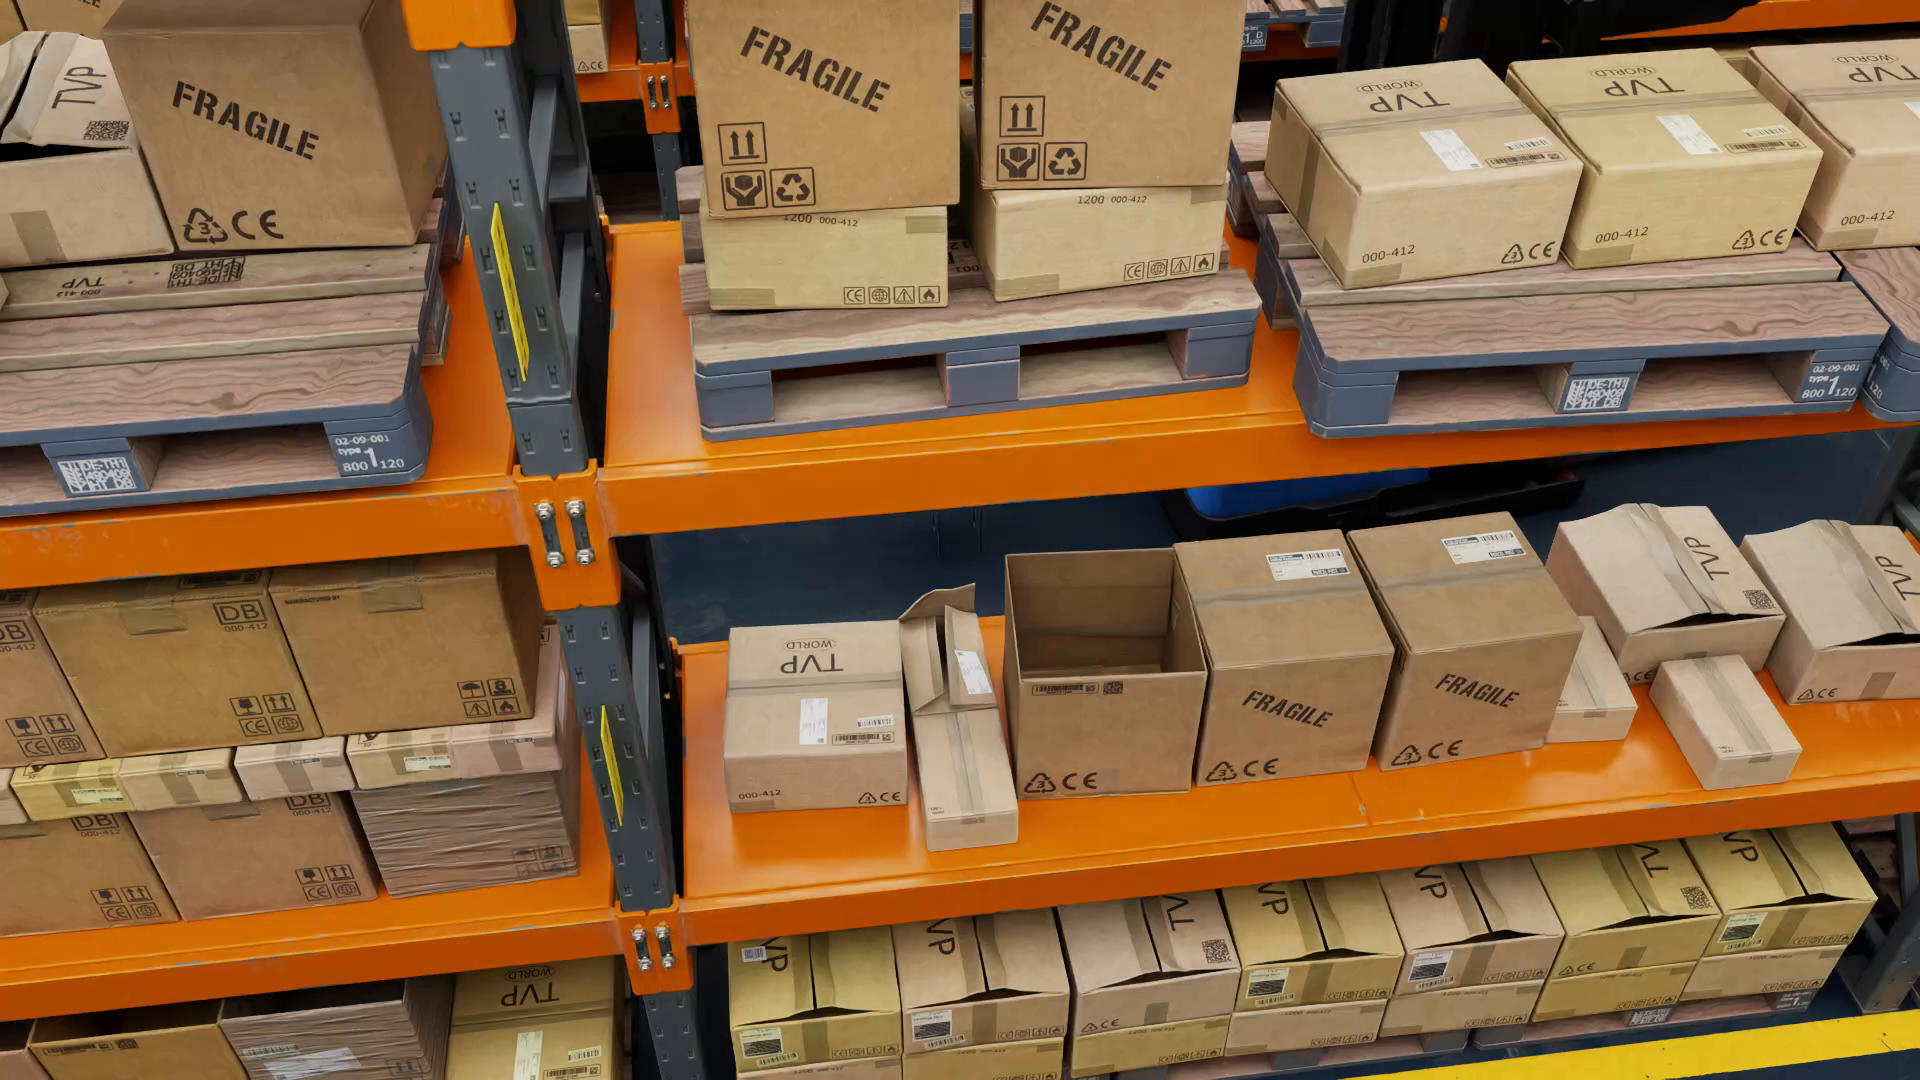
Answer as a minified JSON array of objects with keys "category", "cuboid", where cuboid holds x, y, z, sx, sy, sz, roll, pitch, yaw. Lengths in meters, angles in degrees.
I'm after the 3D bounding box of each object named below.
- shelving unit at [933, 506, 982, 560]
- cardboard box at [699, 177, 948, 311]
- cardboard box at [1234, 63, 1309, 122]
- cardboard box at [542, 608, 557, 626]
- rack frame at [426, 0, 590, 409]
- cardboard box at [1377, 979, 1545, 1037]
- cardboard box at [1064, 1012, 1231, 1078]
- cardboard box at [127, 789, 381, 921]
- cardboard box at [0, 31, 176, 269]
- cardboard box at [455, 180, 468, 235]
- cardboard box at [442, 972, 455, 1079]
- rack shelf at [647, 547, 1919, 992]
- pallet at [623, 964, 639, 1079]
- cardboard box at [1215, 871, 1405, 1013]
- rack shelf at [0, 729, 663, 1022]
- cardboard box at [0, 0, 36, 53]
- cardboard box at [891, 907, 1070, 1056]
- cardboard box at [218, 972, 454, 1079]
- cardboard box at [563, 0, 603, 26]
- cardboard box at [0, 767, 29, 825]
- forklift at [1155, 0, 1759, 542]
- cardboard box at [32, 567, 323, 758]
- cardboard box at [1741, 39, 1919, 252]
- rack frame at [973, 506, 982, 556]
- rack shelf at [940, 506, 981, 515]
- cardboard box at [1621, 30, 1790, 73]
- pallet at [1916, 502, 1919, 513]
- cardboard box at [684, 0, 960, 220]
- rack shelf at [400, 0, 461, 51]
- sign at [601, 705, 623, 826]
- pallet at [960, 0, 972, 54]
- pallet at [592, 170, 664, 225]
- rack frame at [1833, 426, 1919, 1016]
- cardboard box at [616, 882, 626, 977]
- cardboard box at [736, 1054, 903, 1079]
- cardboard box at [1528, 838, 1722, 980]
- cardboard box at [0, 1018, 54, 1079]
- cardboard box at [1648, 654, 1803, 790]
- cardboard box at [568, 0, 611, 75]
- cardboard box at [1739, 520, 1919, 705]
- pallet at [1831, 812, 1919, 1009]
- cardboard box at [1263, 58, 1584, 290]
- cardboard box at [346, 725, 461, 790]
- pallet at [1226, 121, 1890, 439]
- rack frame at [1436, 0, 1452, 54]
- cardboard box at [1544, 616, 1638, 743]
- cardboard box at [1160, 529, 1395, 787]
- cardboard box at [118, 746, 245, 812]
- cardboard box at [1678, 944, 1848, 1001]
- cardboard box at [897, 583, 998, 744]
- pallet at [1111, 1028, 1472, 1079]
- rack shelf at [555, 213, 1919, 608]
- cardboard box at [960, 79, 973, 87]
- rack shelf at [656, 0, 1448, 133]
[{"category":"shelving unit","cuboid":[-0.014,-0.444,7.062,0.189,1.200,0.258,-5,42,-6]},{"category":"cardboard box","cuboid":[-0.282,-0.744,3.609,0.500,0.250,0.500,-1,42,-1]},{"category":"cardboard box","cuboid":[1.719,-2.257,9.266,0.500,0.500,0.700,-4,42,-5]},{"category":"cardboard box","cuboid":[-1.186,0.134,4.518,0.250,0.149,0.380,-5,42,-6]},{"category":"rack frame","cuboid":[-0.894,-1.710,2.642,0.127,3.000,1.000,-5,42,-6]},{"category":"cardboard box","cuboid":[1.572,1.332,5.488,0.500,0.250,0.500,-4,42,-5]},{"category":"cardboard box","cuboid":[0.558,1.422,5.389,0.500,0.250,0.500,-6,42,-7]},{"category":"cardboard box","cuboid":[-1.855,0.573,4.515,0.500,0.500,0.700,-5,42,-6]},{"category":"cardboard box","cuboid":[-1.963,-0.856,3.583,0.500,0.311,0.500,-7,43,-8]},{"category":"cardboard box","cuboid":[-2.564,-1.890,8.859,0.500,0.500,0.500,-8,43,-9]},{"category":"cardboard box","cuboid":[-1.823,1.605,5.186,0.500,0.250,0.500,-5,42,-6]},{"category":"rack shelf","cuboid":[1.089,0.611,5.085,4.000,0.370,1.077,-5,42,-6]},{"category":"pallet","cuboid":[-1.688,1.594,5.540,1.213,0.211,1.003,-5,42,-6]},{"category":"cardboard box","cuboid":[1.072,1.170,5.250,0.500,0.311,0.500,-4,42,-4]},{"category":"rack shelf","cuboid":[-2.877,0.958,4.700,4.000,0.370,1.077,-5,42,-6]},{"category":"cardboard box","cuboid":[-4.503,-2.533,7.571,0.500,0.500,0.500,-5,42,-5]},{"category":"cardboard box","cuboid":[0.045,1.264,5.145,0.500,0.311,0.500,-5,42,-6]},{"category":"cardboard box","cuboid":[-1.823,1.325,4.936,0.500,0.500,0.500,-5,42,-6]},{"category":"cardboard box","cuboid":[-1.969,-2.756,7.818,0.500,0.500,0.500,-5,42,-6]},{"category":"cardboard box","cuboid":[-2.395,0.515,4.096,0.250,0.149,0.380,-4,42,-4]},{"category":"forklift","cuboid":[2.346,-1.539,6.983,3.031,2.935,1.130,-11,43,-12]},{"category":"cardboard box","cuboid":[-1.834,0.086,4.087,0.500,0.500,0.700,-5,42,-6]},{"category":"cardboard box","cuboid":[2.112,-0.910,3.793,0.500,0.250,0.500,-4,42,-4]},{"category":"rack frame","cuboid":[0.076,-0.452,7.071,0.006,1.200,0.240,-5,42,-6]},{"category":"rack shelf","cuboid":[-0.014,-0.233,7.252,0.180,0.103,0.258,-5,42,-6]},{"category":"cardboard box","cuboid":[4.042,-2.526,9.317,0.750,0.750,0.750,-5,42,-6]},{"category":"pallet","cuboid":[3.735,0.136,5.218,1.003,0.211,1.213,-5,42,-6]},{"category":"cardboard box","cuboid":[-0.277,-1.002,3.336,0.500,0.500,0.500,-5,42,-5]},{"category":"rack shelf","cuboid":[-2.877,-1.121,2.825,4.000,0.370,1.077,-5,42,-6]},{"category":"sign","cuboid":[-0.821,0.535,3.927,0.005,0.325,0.100,-5,42,-6]},{"category":"pallet","cuboid":[0.469,-2.849,8.527,1.213,0.211,1.003,-5,42,-6]},{"category":"pallet","cuboid":[-2.201,-1.655,9.142,1.213,0.211,1.003,-5,42,-6]},{"category":"rack frame","cuboid":[3.072,0.170,5.037,0.127,3.000,1.000,-5,42,-6]},{"category":"cardboard box","cuboid":[-1.393,1.222,5.611,0.500,0.250,0.500,-5,42,-6]},{"category":"cardboard box","cuboid":[-0.462,1.512,5.288,0.500,0.250,0.500,-6,42,-7]},{"category":"cardboard box","cuboid":[2.070,1.086,5.343,0.500,0.311,0.500,-6,42,-6]},{"category":"cardboard box","cuboid":[-2.812,1.424,4.826,0.500,0.500,0.500,-5,42,-6]},{"category":"cardboard box","cuboid":[2.216,0.525,4.831,0.250,0.149,0.380,-5,42,-6]},{"category":"cardboard box","cuboid":[-1.970,-2.481,8.074,0.500,0.250,0.500,-5,42,-5]},{"category":"cardboard box","cuboid":[2.706,0.206,5.064,0.500,0.311,0.500,-3,42,-3]},{"category":"pallet","cuboid":[3.817,1.166,6.015,1.213,0.211,1.003,-5,42,-6]},{"category":"cardboard box","cuboid":[1.010,-0.822,3.696,0.500,0.250,0.500,-8,43,-9]},{"category":"cardboard box","cuboid":[-1.381,0.426,4.195,0.250,0.149,0.380,-6,42,-6]},{"category":"pallet","cuboid":[1.302,-0.656,3.854,1.213,0.211,1.003,-3,42,-4]},{"category":"rack frame","cuboid":[2.426,-3.119,8.684,0.127,3.000,1.000,-5,42,-6]},{"category":"cardboard box","cuboid":[1.815,0.412,4.957,0.250,0.149,0.380,-2,42,-2]},{"category":"cardboard box","cuboid":[0.889,0.335,4.779,0.500,0.500,0.500,-5,42,-5]},{"category":"cardboard box","cuboid":[-1.901,0.474,4.142,0.250,0.149,0.380,-5,42,-6]},{"category":"cardboard box","cuboid":[2.582,1.243,5.587,0.500,0.250,0.500,-4,42,-5]},{"category":"cardboard box","cuboid":[-0.046,0.369,4.917,0.258,0.266,0.396,-6,42,-7]},{"category":"pallet","cuboid":[1.044,1.355,5.805,1.213,0.211,1.003,-5,42,-6]},{"category":"rack shelf","cuboid":[1.089,-0.503,4.081,4.000,0.370,1.077,-5,42,-6]},{"category":"cardboard box","cuboid":[0.139,-2.449,8.918,0.500,0.250,0.500,-6,42,-7]},{"category":"rack shelf","cuboid":[0.443,-2.679,8.732,4.000,0.370,1.077,-5,42,-6]}]
